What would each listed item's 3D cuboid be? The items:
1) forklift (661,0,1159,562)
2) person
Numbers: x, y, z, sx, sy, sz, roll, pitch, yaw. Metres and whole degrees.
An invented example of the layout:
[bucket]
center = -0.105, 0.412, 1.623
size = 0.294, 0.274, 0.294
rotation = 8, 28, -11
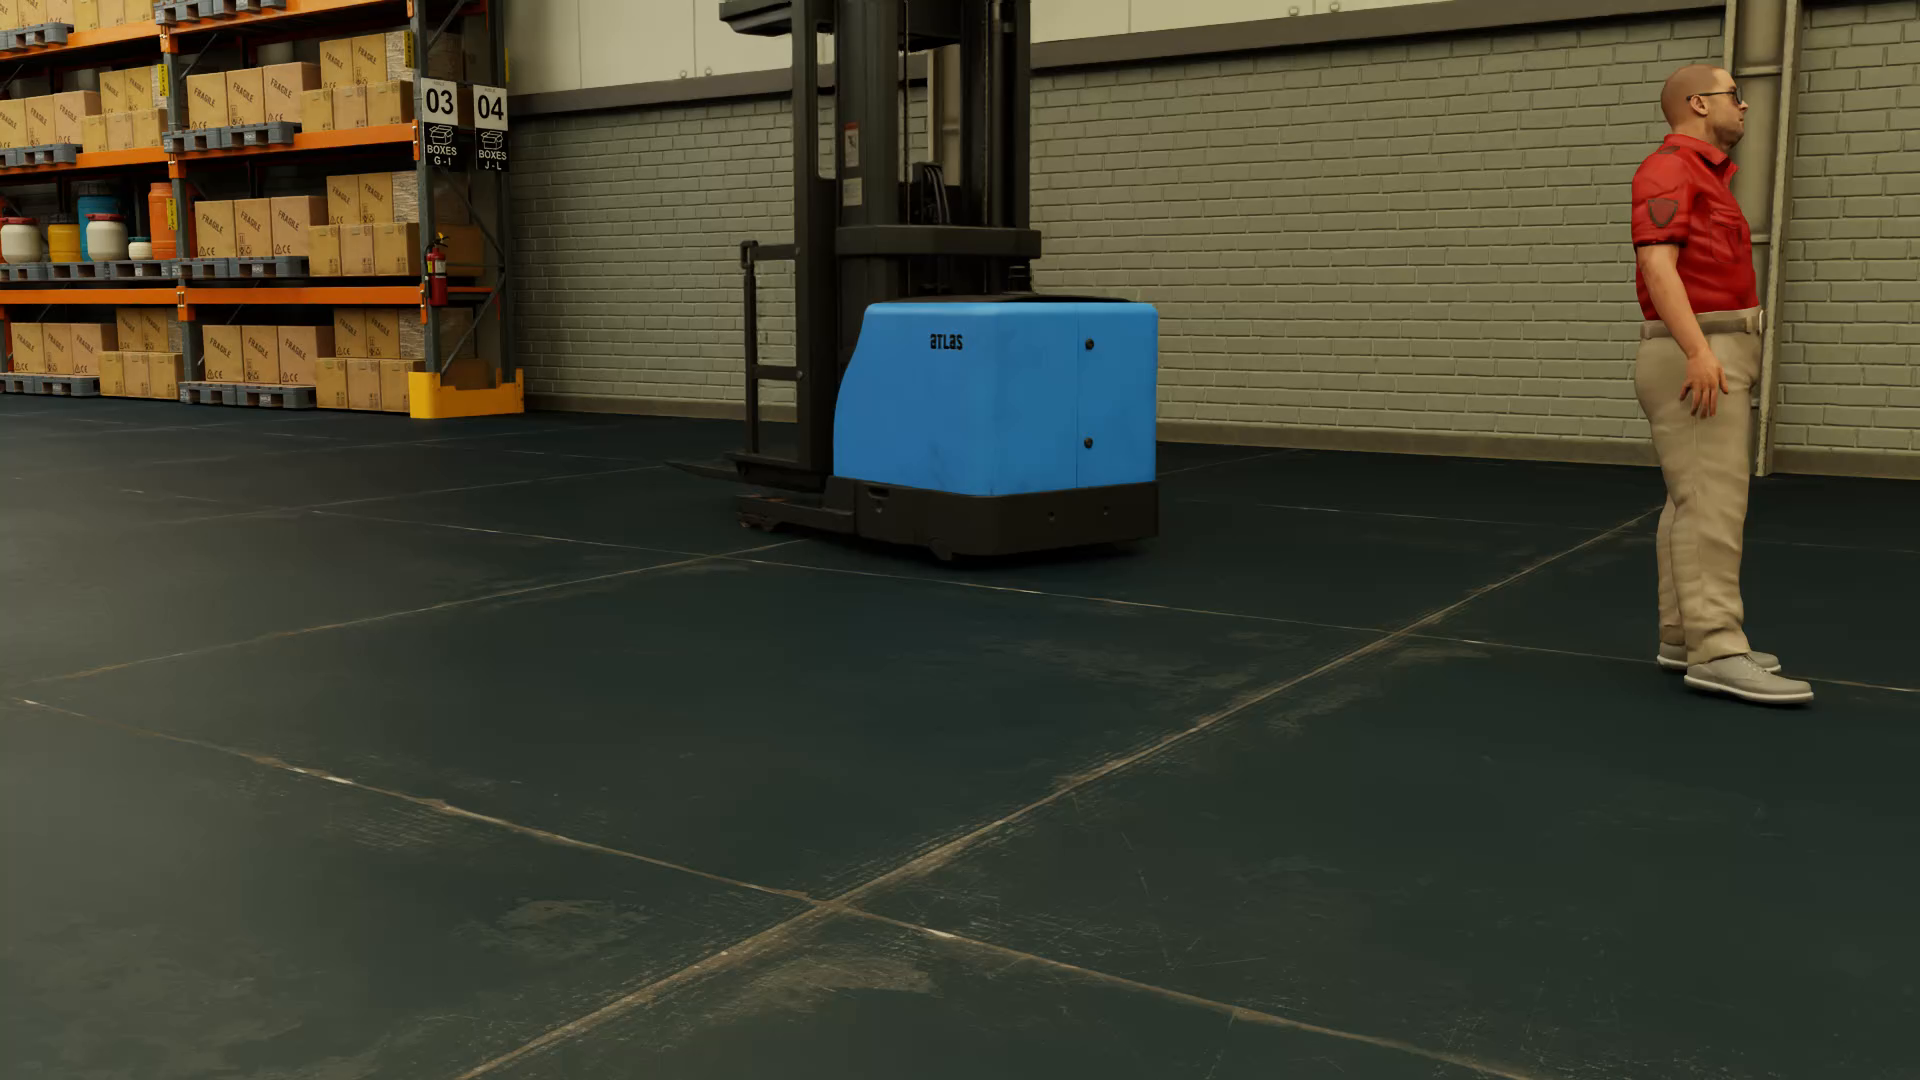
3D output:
[forklift]
center = -0.439, -1.523, 7.901
size = 1.130, 2.935, 3.031
rotation = -6, 10, -37
[person]
center = 2.175, -0.465, 4.677
size = 0.550, 1.727, 0.641
rotation = 5, 9, 31
